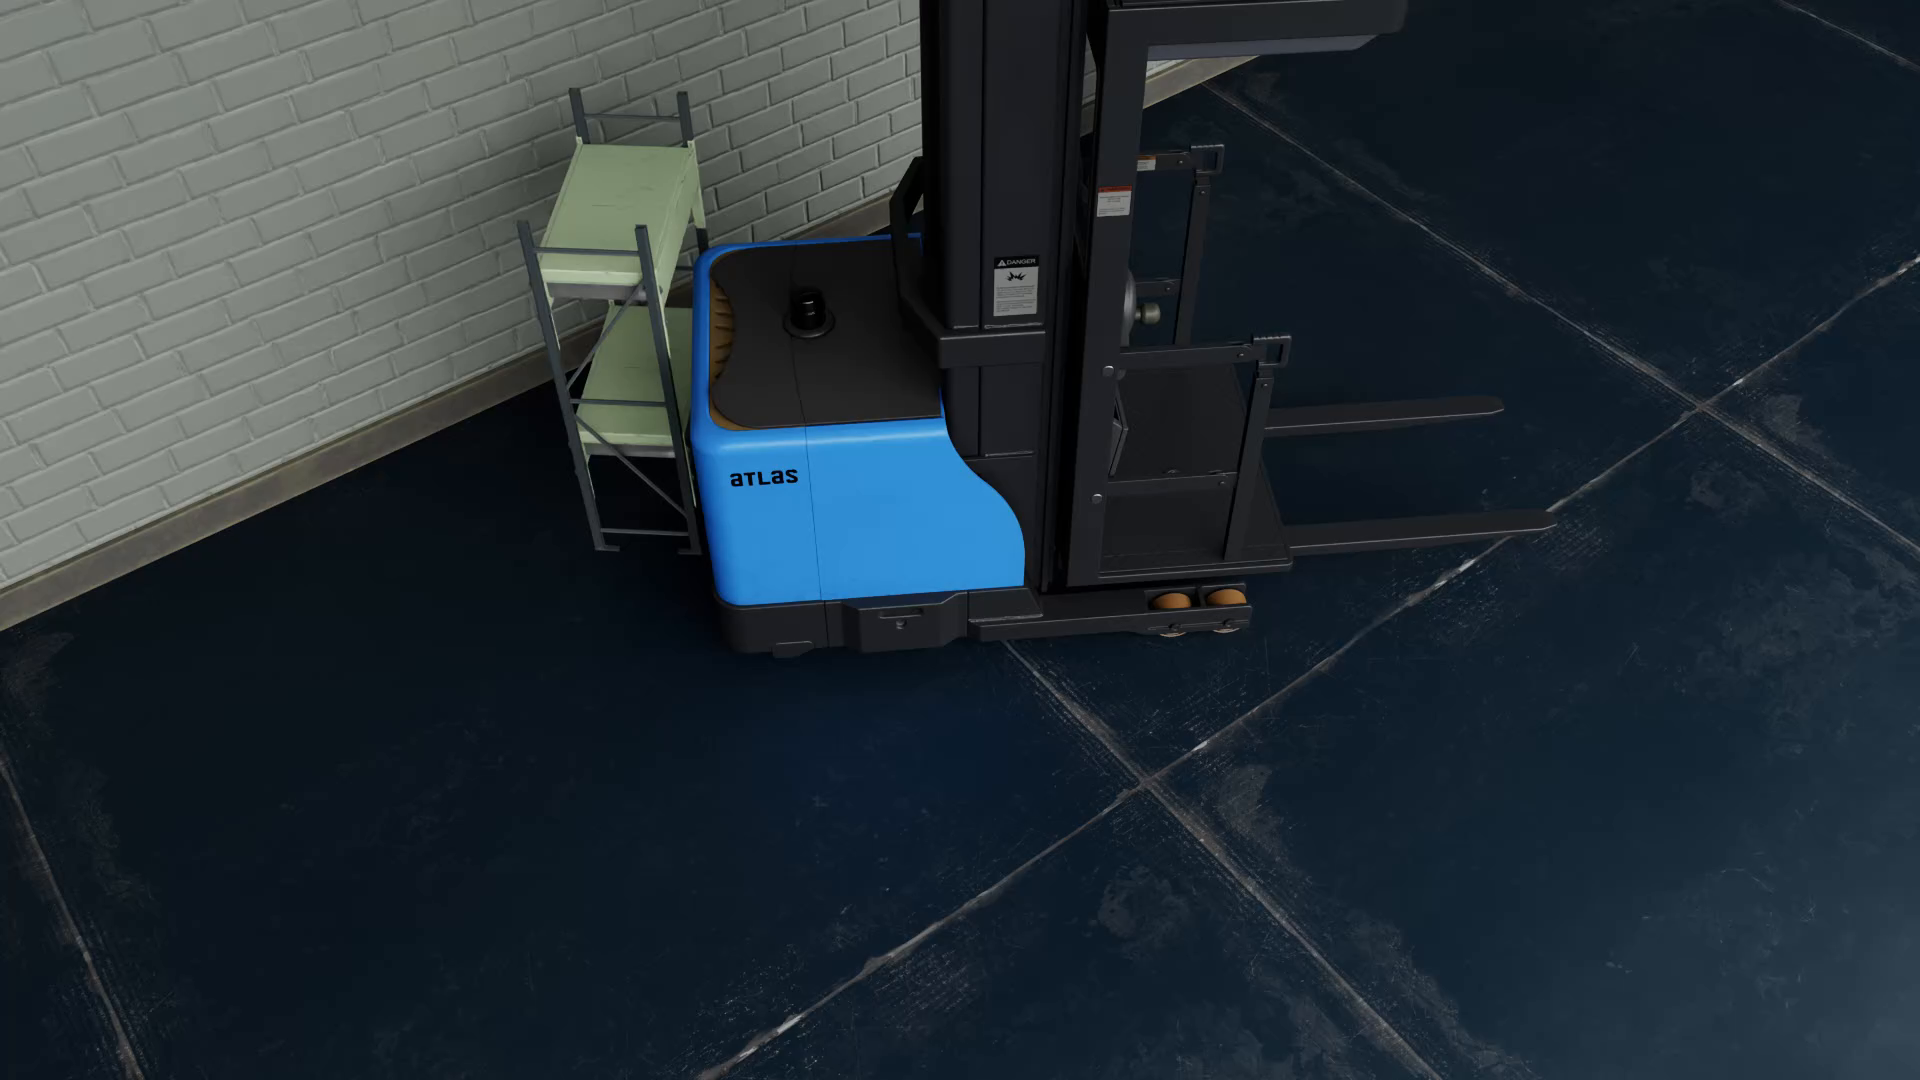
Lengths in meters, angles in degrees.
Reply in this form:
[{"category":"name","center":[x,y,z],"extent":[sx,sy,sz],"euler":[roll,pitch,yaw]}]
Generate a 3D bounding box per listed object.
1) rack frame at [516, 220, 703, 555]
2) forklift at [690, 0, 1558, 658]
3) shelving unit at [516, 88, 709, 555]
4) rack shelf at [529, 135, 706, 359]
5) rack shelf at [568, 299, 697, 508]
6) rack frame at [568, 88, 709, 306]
[{"category":"rack frame","center":[-1.162,-0.464,5.658],"extent":[0.400,1.500,0.023],"euler":[3,48,2]},{"category":"forklift","center":[0.620,-1.028,5.204],"extent":[3.031,2.935,1.130],"euler":[-4,48,-4]},{"category":"shelving unit","center":[-1.140,-0.735,5.904],"extent":[0.431,1.500,0.755],"euler":[3,48,2]},{"category":"rack shelf","center":[-1.140,-0.997,5.615],"extent":[0.431,0.370,0.720],"euler":[3,48,2]},{"category":"rack shelf","center":[-1.140,-0.516,6.145],"extent":[0.431,0.370,0.720],"euler":[3,48,2]},{"category":"rack frame","center":[-1.117,-1.005,6.149],"extent":[0.400,1.500,0.023],"euler":[3,48,2]}]
